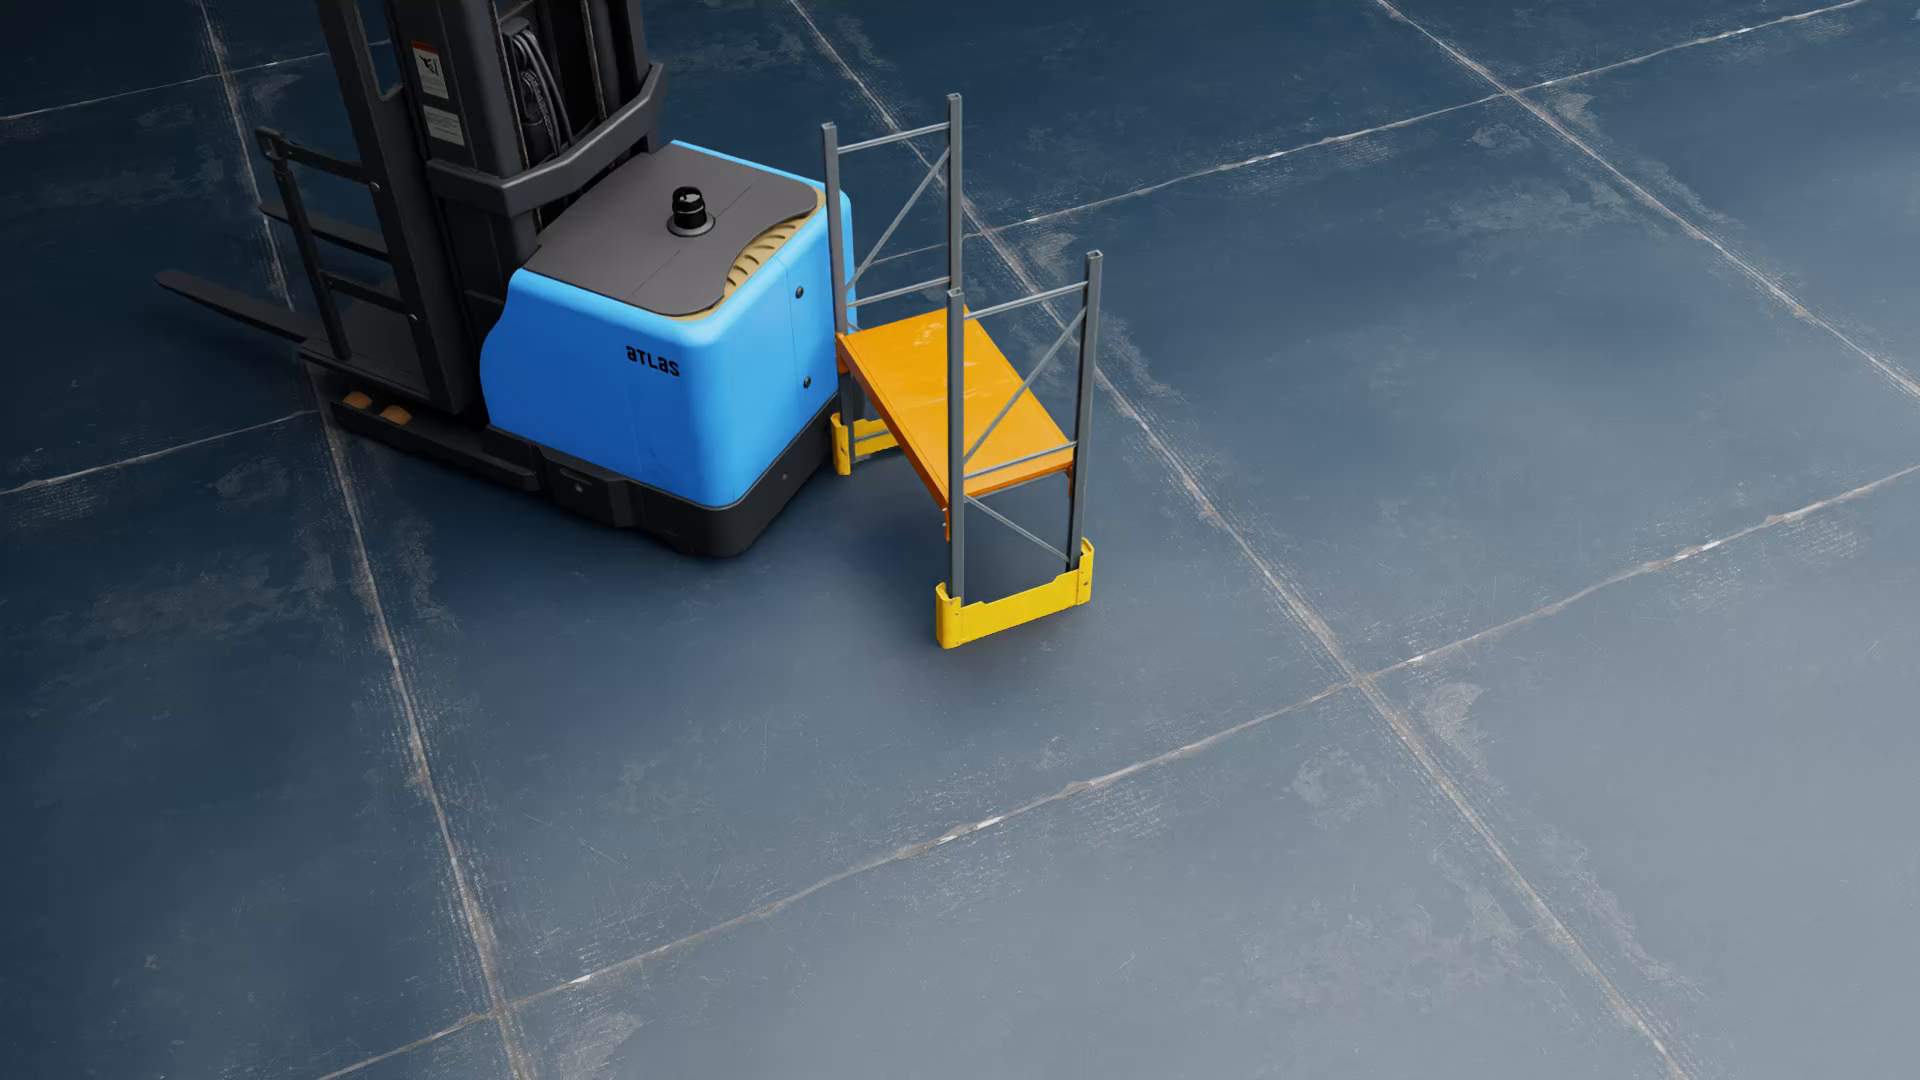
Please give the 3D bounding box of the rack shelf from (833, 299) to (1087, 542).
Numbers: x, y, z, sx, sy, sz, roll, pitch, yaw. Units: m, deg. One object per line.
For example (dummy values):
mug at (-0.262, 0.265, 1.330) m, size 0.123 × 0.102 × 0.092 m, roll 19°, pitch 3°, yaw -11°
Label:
rack shelf at (-0.017, -0.453, 5.897) m, size 0.538 × 0.185 × 1.000 m, roll -18°, pitch 47°, yaw -17°

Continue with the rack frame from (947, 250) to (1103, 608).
rack frame at (0.194, -0.256, 5.441) m, size 0.500 × 1.500 × 0.032 m, roll -18°, pitch 47°, yaw -17°

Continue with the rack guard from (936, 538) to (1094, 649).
rack guard at (0.194, 0.188, 5.881) m, size 0.587 × 0.250 × 0.087 m, roll -18°, pitch 47°, yaw -17°

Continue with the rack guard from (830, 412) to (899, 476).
rack guard at (-0.220, -0.448, 6.526) m, size 0.587 × 0.250 × 0.087 m, roll -18°, pitch 47°, yaw -17°

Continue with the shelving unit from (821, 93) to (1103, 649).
shelving unit at (-0.013, -0.575, 5.765) m, size 0.587 × 1.500 × 1.083 m, roll -18°, pitch 47°, yaw -17°

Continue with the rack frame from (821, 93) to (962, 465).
rack frame at (-0.228, -0.905, 6.100) m, size 0.500 × 1.500 × 0.032 m, roll -18°, pitch 47°, yaw -17°

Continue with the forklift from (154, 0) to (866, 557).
forklift at (-1.929, -1.719, 5.905) m, size 3.031 × 2.935 × 1.130 m, roll 20°, pitch 48°, yaw 19°
